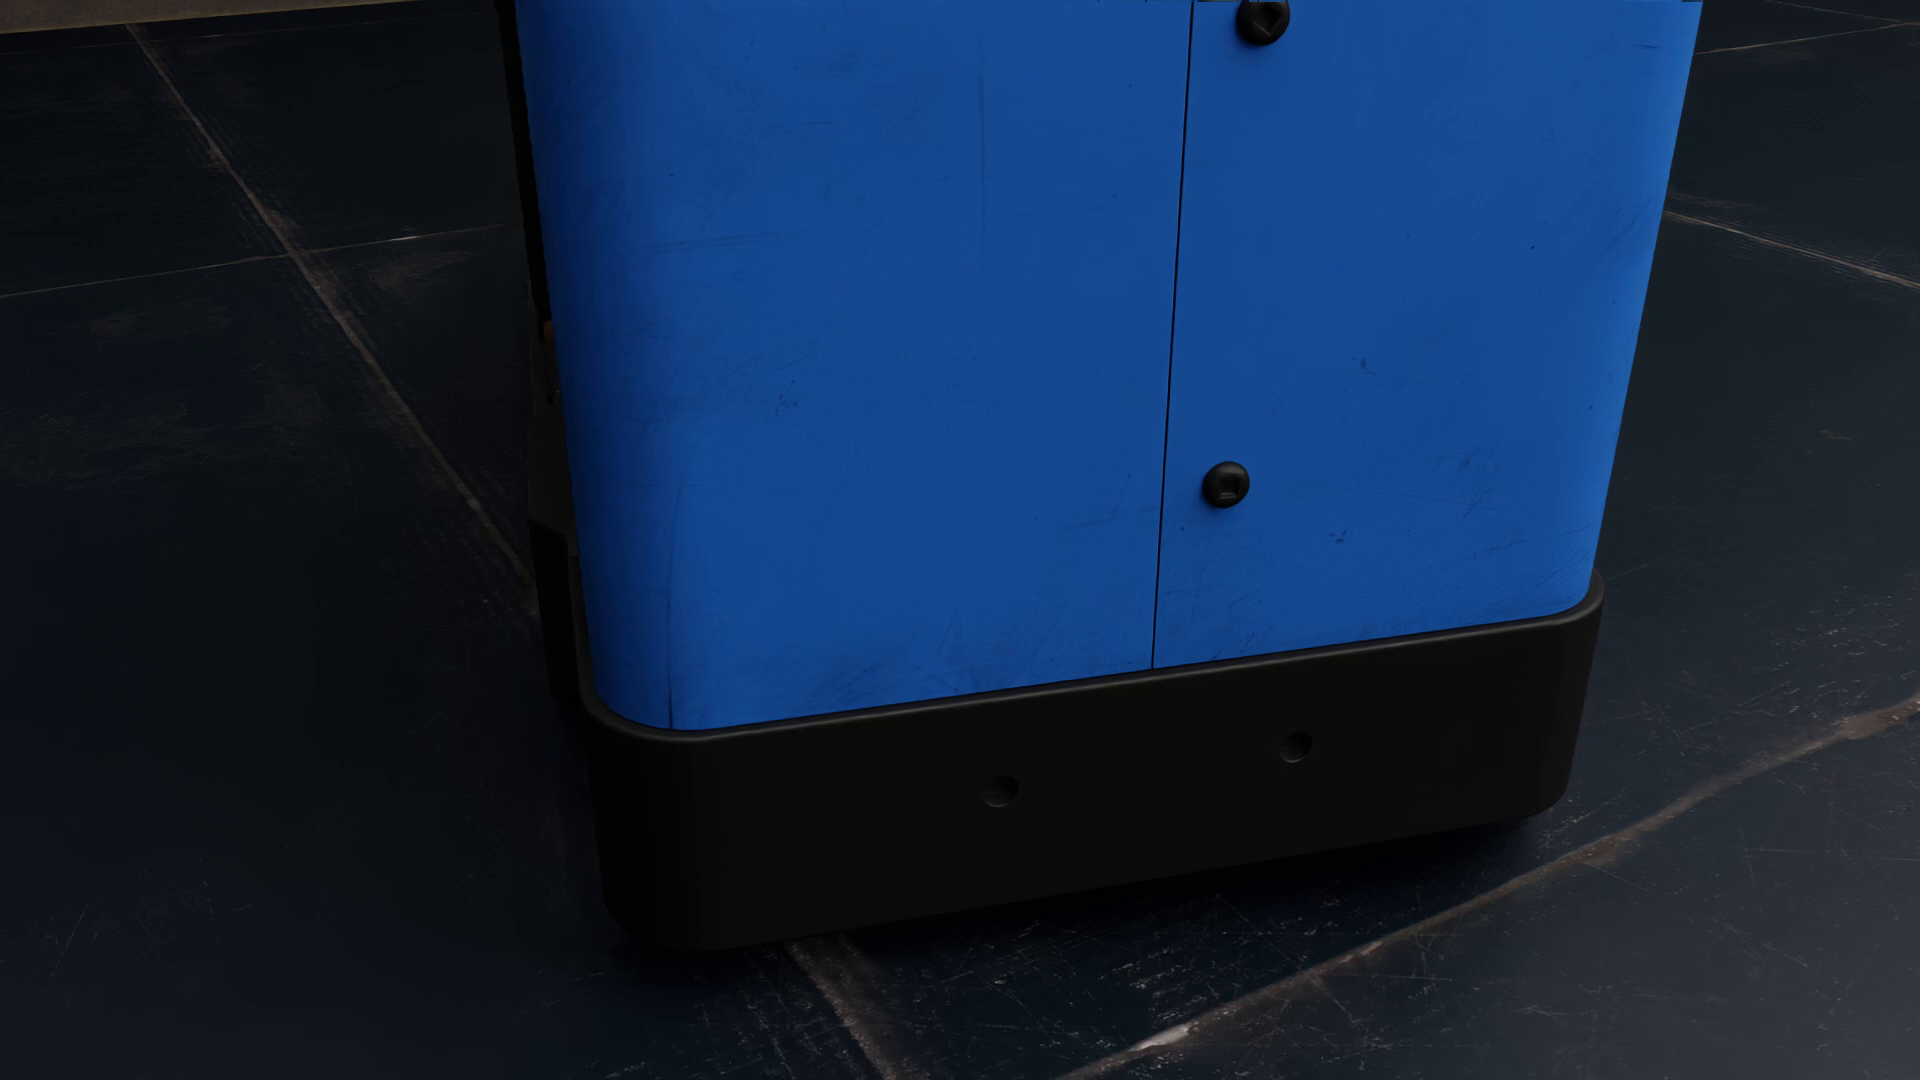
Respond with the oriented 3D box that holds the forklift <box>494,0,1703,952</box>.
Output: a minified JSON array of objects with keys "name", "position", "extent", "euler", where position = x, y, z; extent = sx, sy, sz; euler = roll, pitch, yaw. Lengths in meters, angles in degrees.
[{"name":"forklift","position":[-0.187,-1.565,2.345],"extent":[1.130,2.935,3.031],"euler":[-7,28,-13]}]
